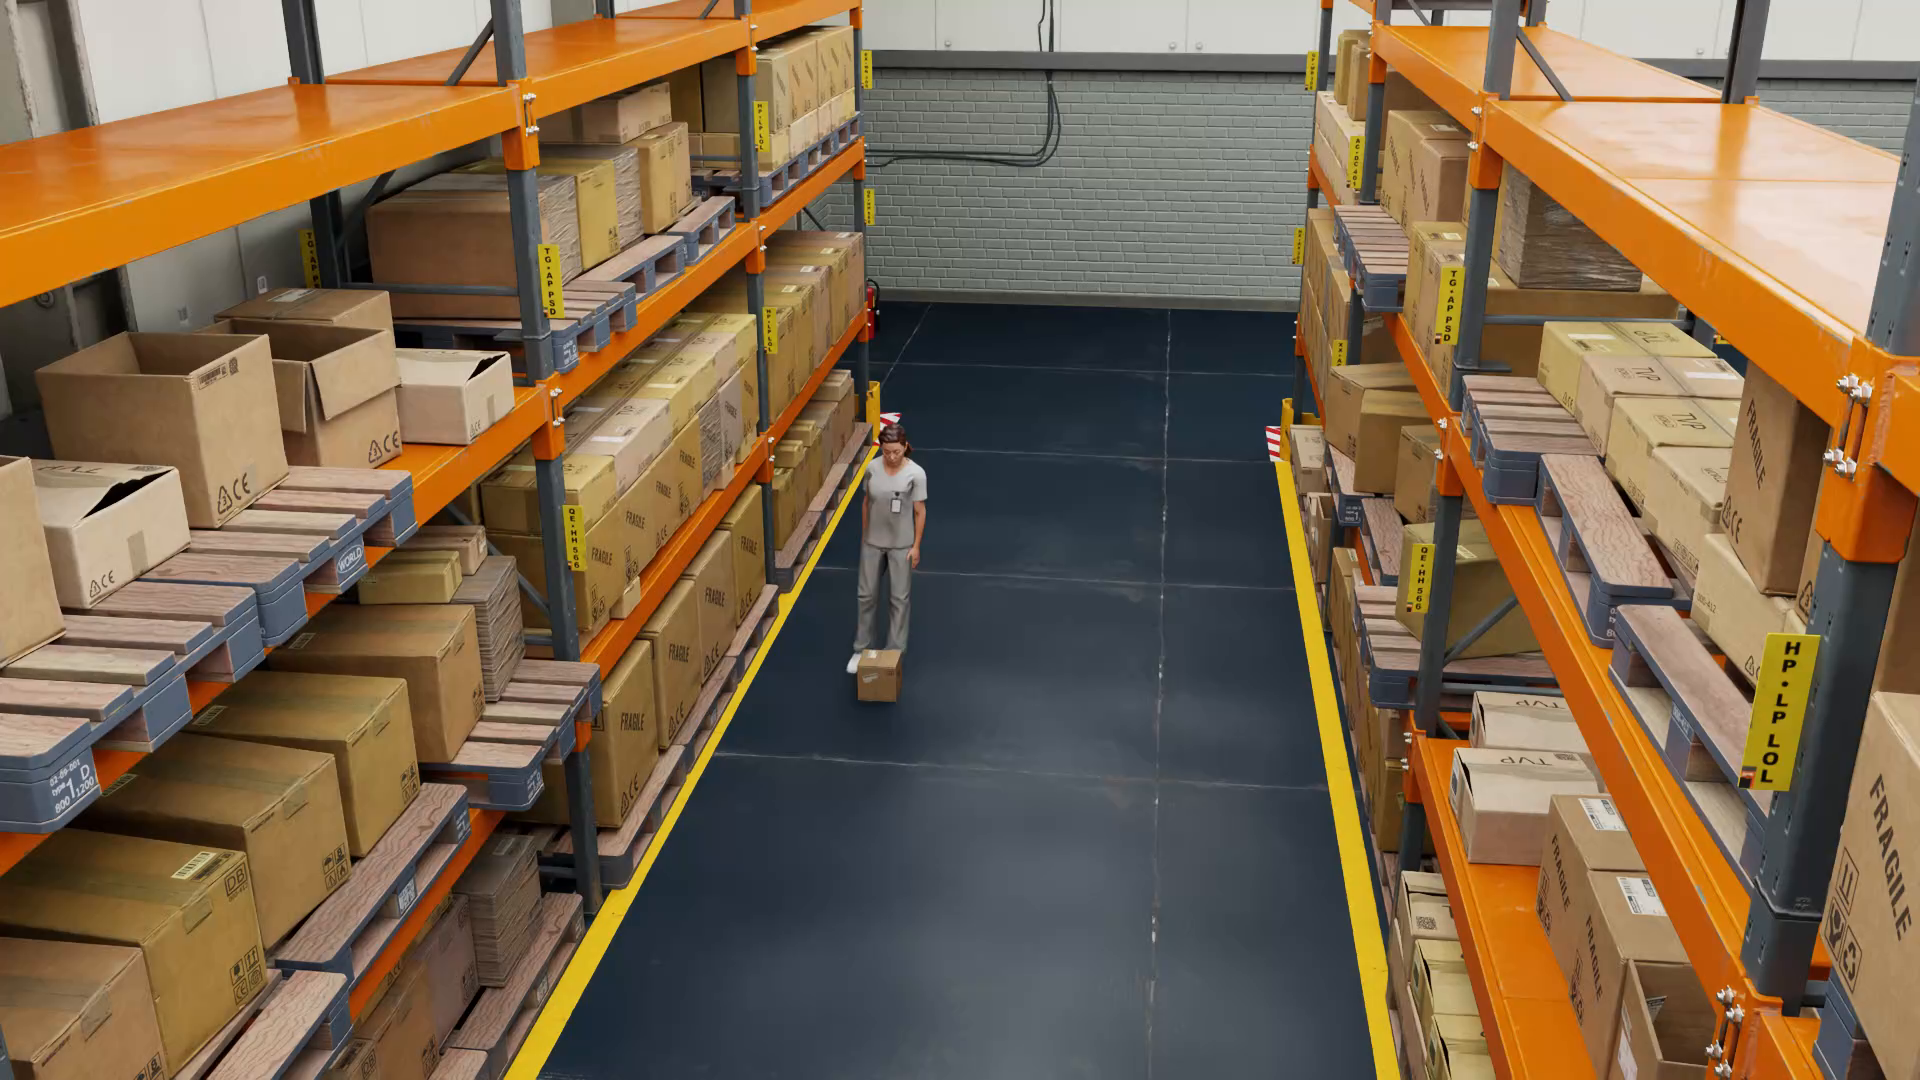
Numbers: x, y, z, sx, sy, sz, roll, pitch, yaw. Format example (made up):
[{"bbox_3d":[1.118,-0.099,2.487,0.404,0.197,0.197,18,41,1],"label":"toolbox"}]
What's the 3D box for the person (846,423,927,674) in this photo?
[{"bbox_3d":[-0.476,0.048,10.922,0.502,1.696,0.464,5,22,13],"label":"person"}]
